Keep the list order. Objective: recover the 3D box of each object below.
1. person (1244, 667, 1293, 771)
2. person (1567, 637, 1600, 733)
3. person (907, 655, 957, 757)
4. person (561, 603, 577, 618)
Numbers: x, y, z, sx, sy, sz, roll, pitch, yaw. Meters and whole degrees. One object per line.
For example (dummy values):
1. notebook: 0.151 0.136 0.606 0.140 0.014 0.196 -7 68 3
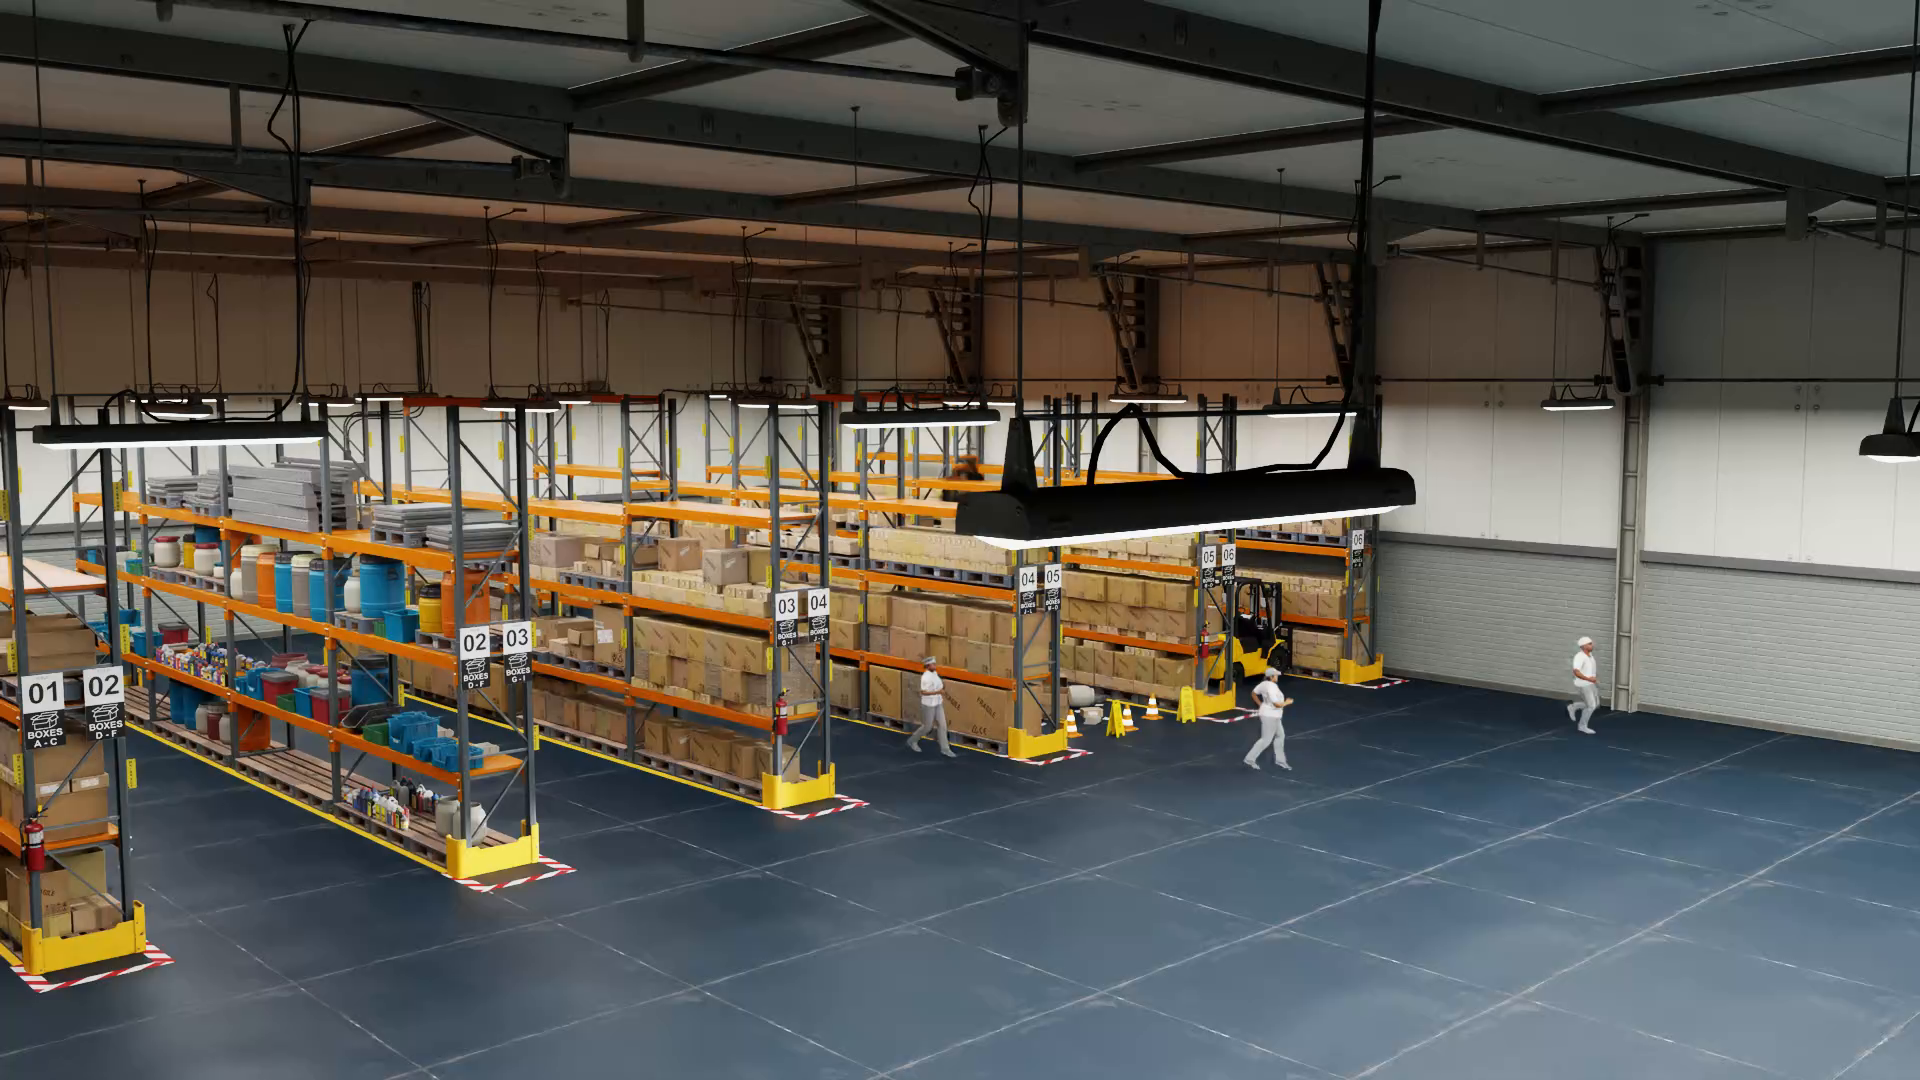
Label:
1. person: 4.988 2.902 26.833 0.826 1.715 0.569 0 6 0
2. person: 11.212 2.593 29.902 0.613 1.727 0.736 4 7 37
3. person: -0.471 2.768 27.860 0.898 1.684 0.582 3 6 31
4. person: -9.772 1.519 41.218 0.836 1.680 0.729 -1 6 -7
